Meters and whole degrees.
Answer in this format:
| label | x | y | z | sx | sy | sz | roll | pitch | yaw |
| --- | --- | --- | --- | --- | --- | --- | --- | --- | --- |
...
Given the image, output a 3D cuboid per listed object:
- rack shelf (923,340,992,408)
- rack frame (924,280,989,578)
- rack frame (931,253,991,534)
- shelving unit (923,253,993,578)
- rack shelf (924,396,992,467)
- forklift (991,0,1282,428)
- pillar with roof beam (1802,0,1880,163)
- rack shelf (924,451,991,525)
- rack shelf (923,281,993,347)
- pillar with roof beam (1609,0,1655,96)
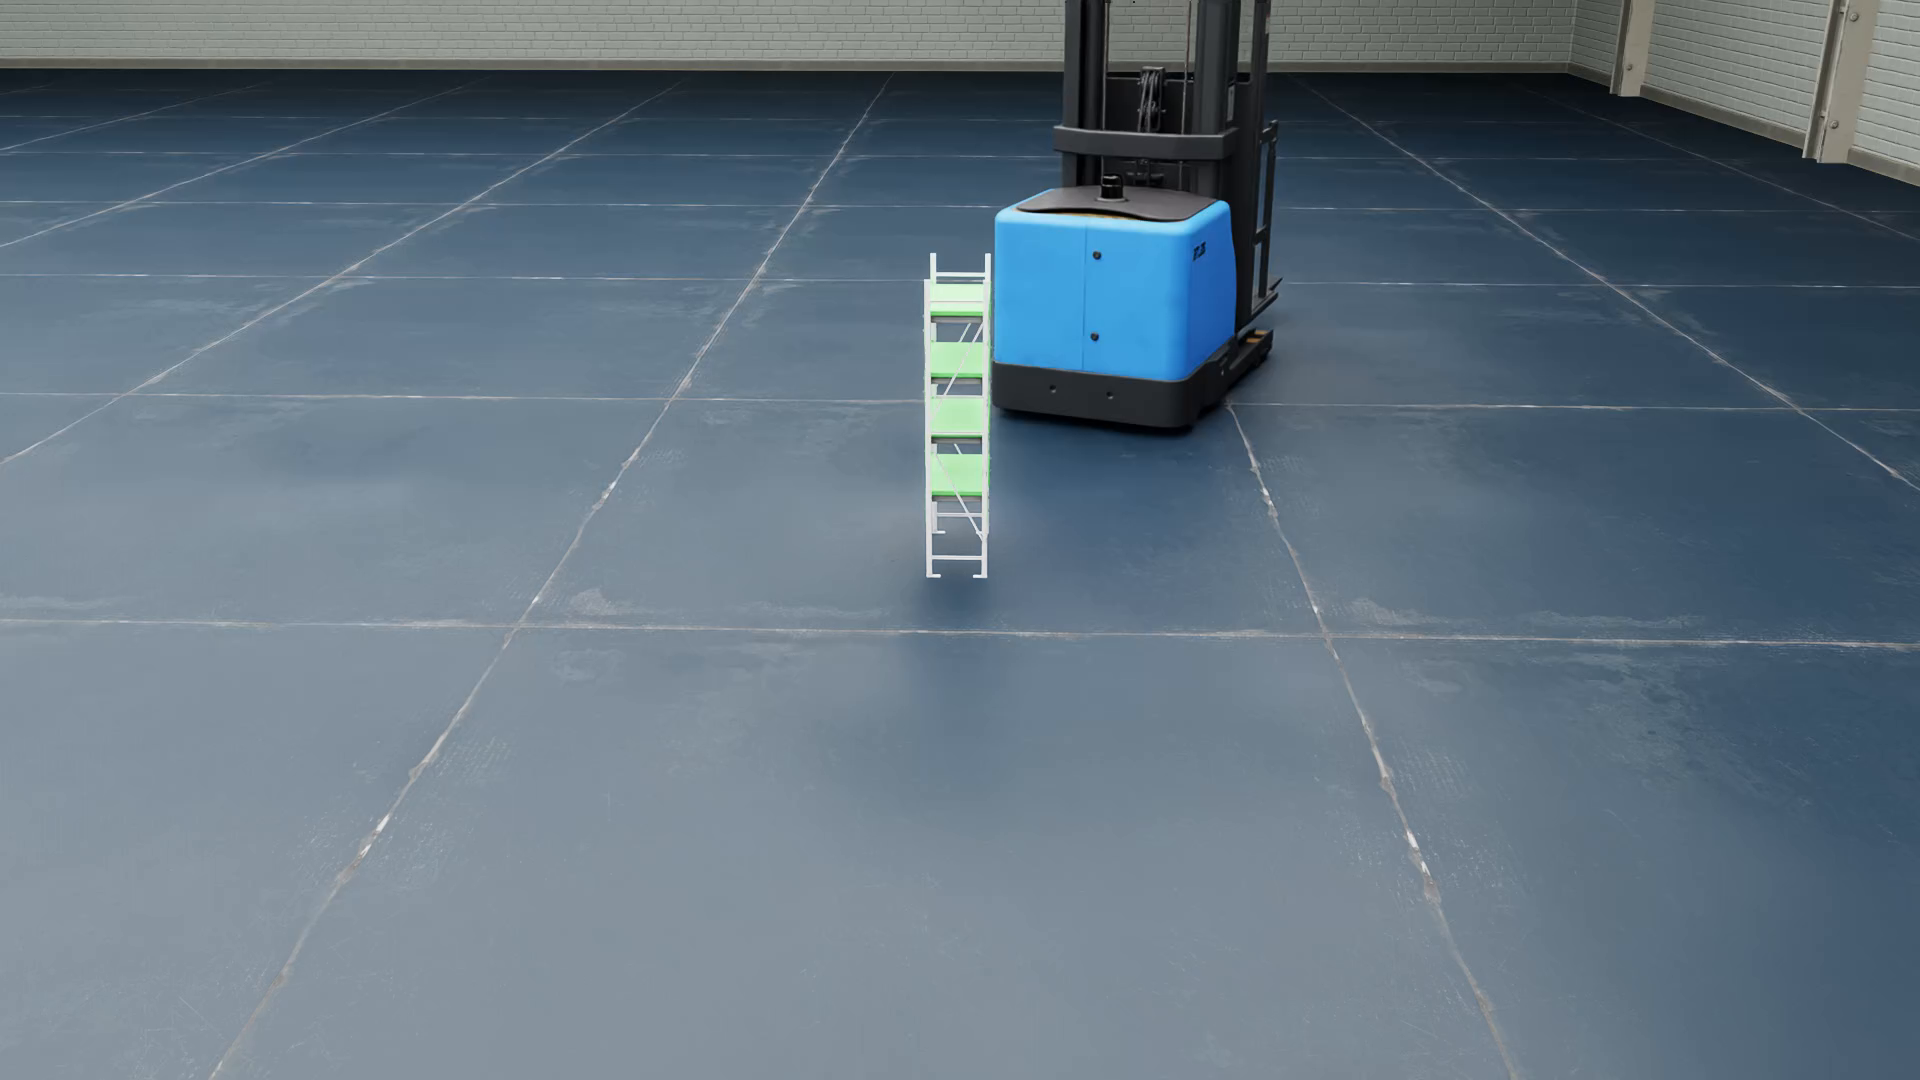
| label | x | y | z | sx | sy | sz | roll | pitch | yaw |
| --- | --- | --- | --- | --- | --- | --- | --- | --- | --- |
| rack shelf | -0.005 | -0.664 | 6.594 | 0.258 | 0.148 | 0.480 | 1 | 21 | 2 |
| rack frame | -0.012 | -0.411 | 6.430 | 0.240 | 1.200 | 0.015 | 1 | 21 | 2 |
| rack frame | 0.002 | -0.588 | 6.885 | 0.240 | 1.200 | 0.015 | 1 | 21 | 2 |
| shelving unit | -0.005 | -0.500 | 6.658 | 0.258 | 1.200 | 0.503 | 1 | 21 | 2 |
| rack shelf | -0.005 | -0.440 | 6.681 | 0.258 | 0.148 | 0.480 | 1 | 21 | 2 |
| forklift | 1.199 | -2.422 | 9.220 | 1.130 | 2.935 | 3.031 | 9 | 23 | 21 |
| pillar with roof beam | 4.593 | -8.147 | 15.586 | 9.100 | 9.000 | 0.400 | 1 | 21 | 2 |
| rack shelf | -0.005 | -0.216 | 6.768 | 0.258 | 0.148 | 0.480 | 1 | 21 | 2 |
| rack shelf | -0.005 | -0.887 | 6.507 | 0.258 | 0.148 | 0.480 | 1 | 21 | 2 |
| pillar with roof beam | 4.776 | -10.316 | 21.177 | 9.100 | 9.000 | 0.400 | 1 | 21 | 2 |
